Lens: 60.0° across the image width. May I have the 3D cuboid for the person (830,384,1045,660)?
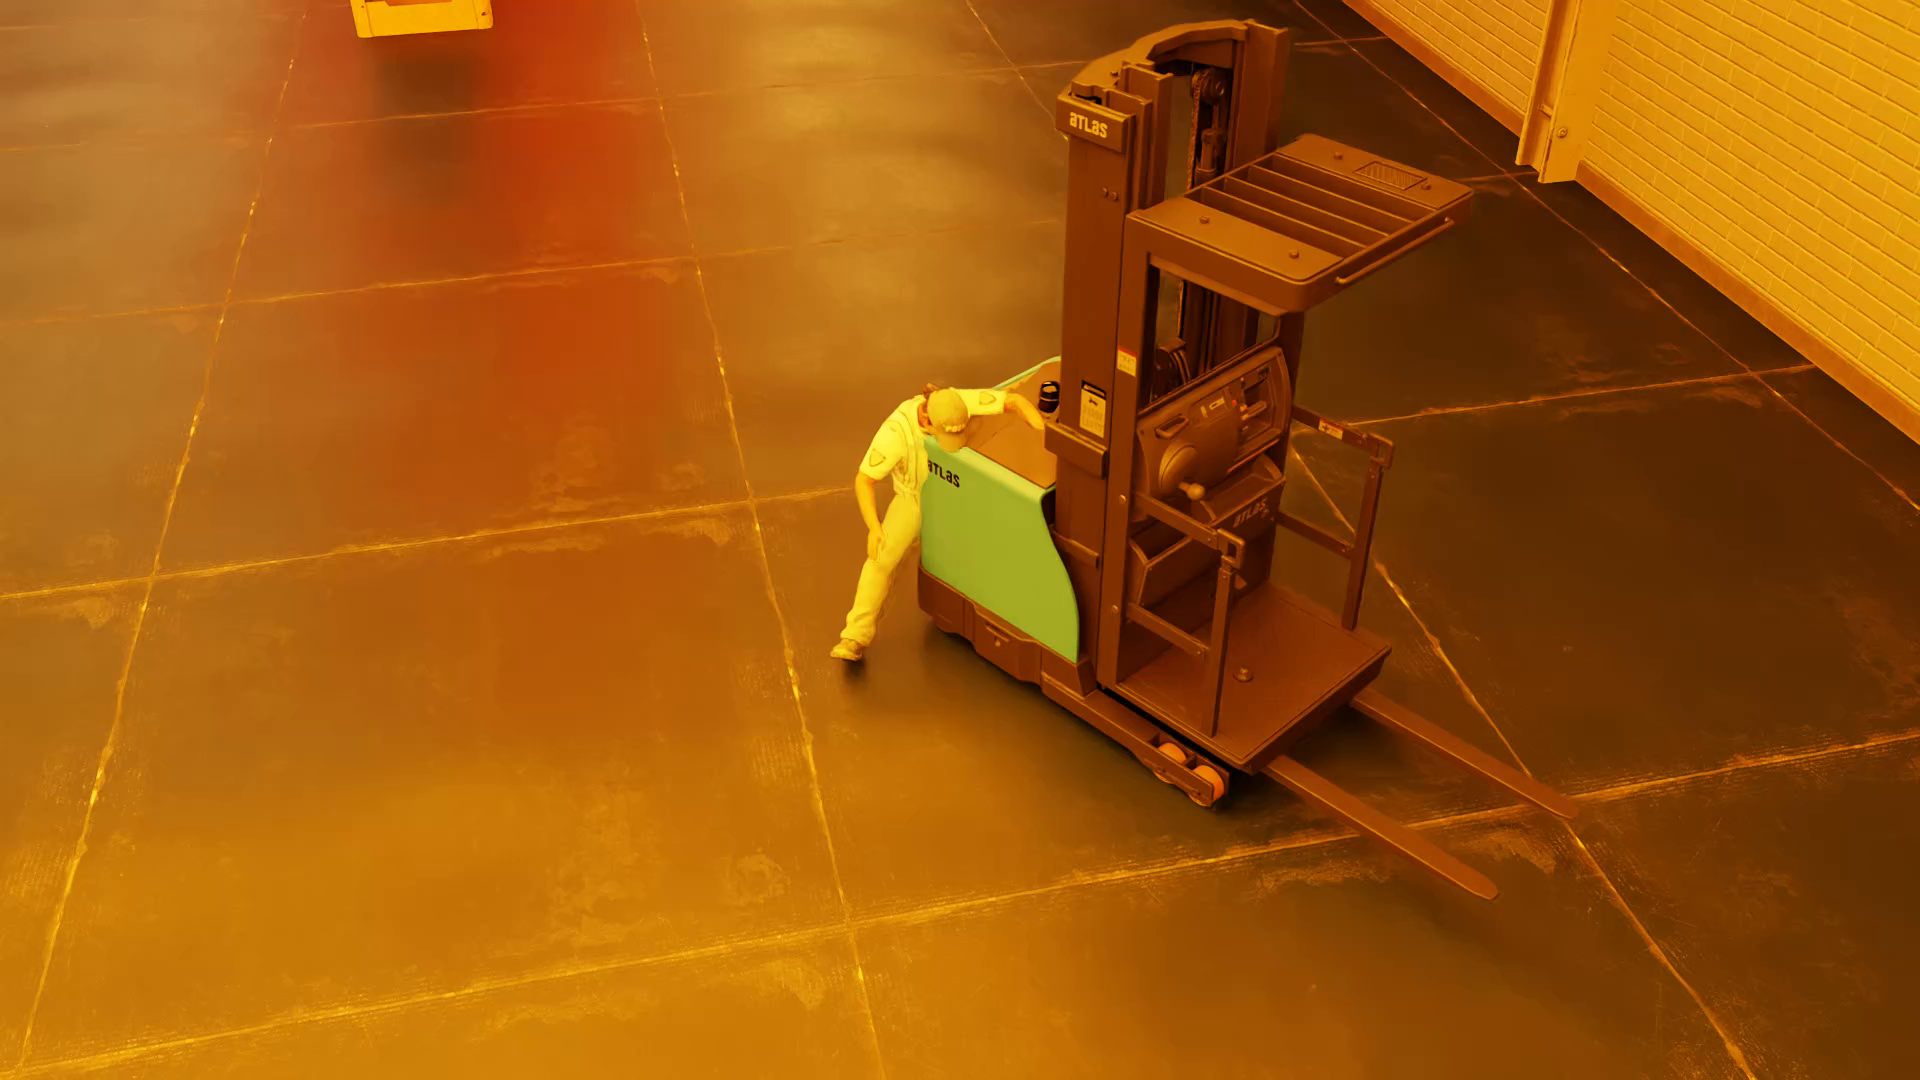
[{"bbox_3d":[-0.021,-0.155,7.668,1.265,1.341,0.869,-5,36,-7],"label":"person"}]

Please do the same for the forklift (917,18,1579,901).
[{"bbox_3d":[1.188,-0.415,6.627,1.130,2.935,3.031,-30,45,-35],"label":"forklift"}]
